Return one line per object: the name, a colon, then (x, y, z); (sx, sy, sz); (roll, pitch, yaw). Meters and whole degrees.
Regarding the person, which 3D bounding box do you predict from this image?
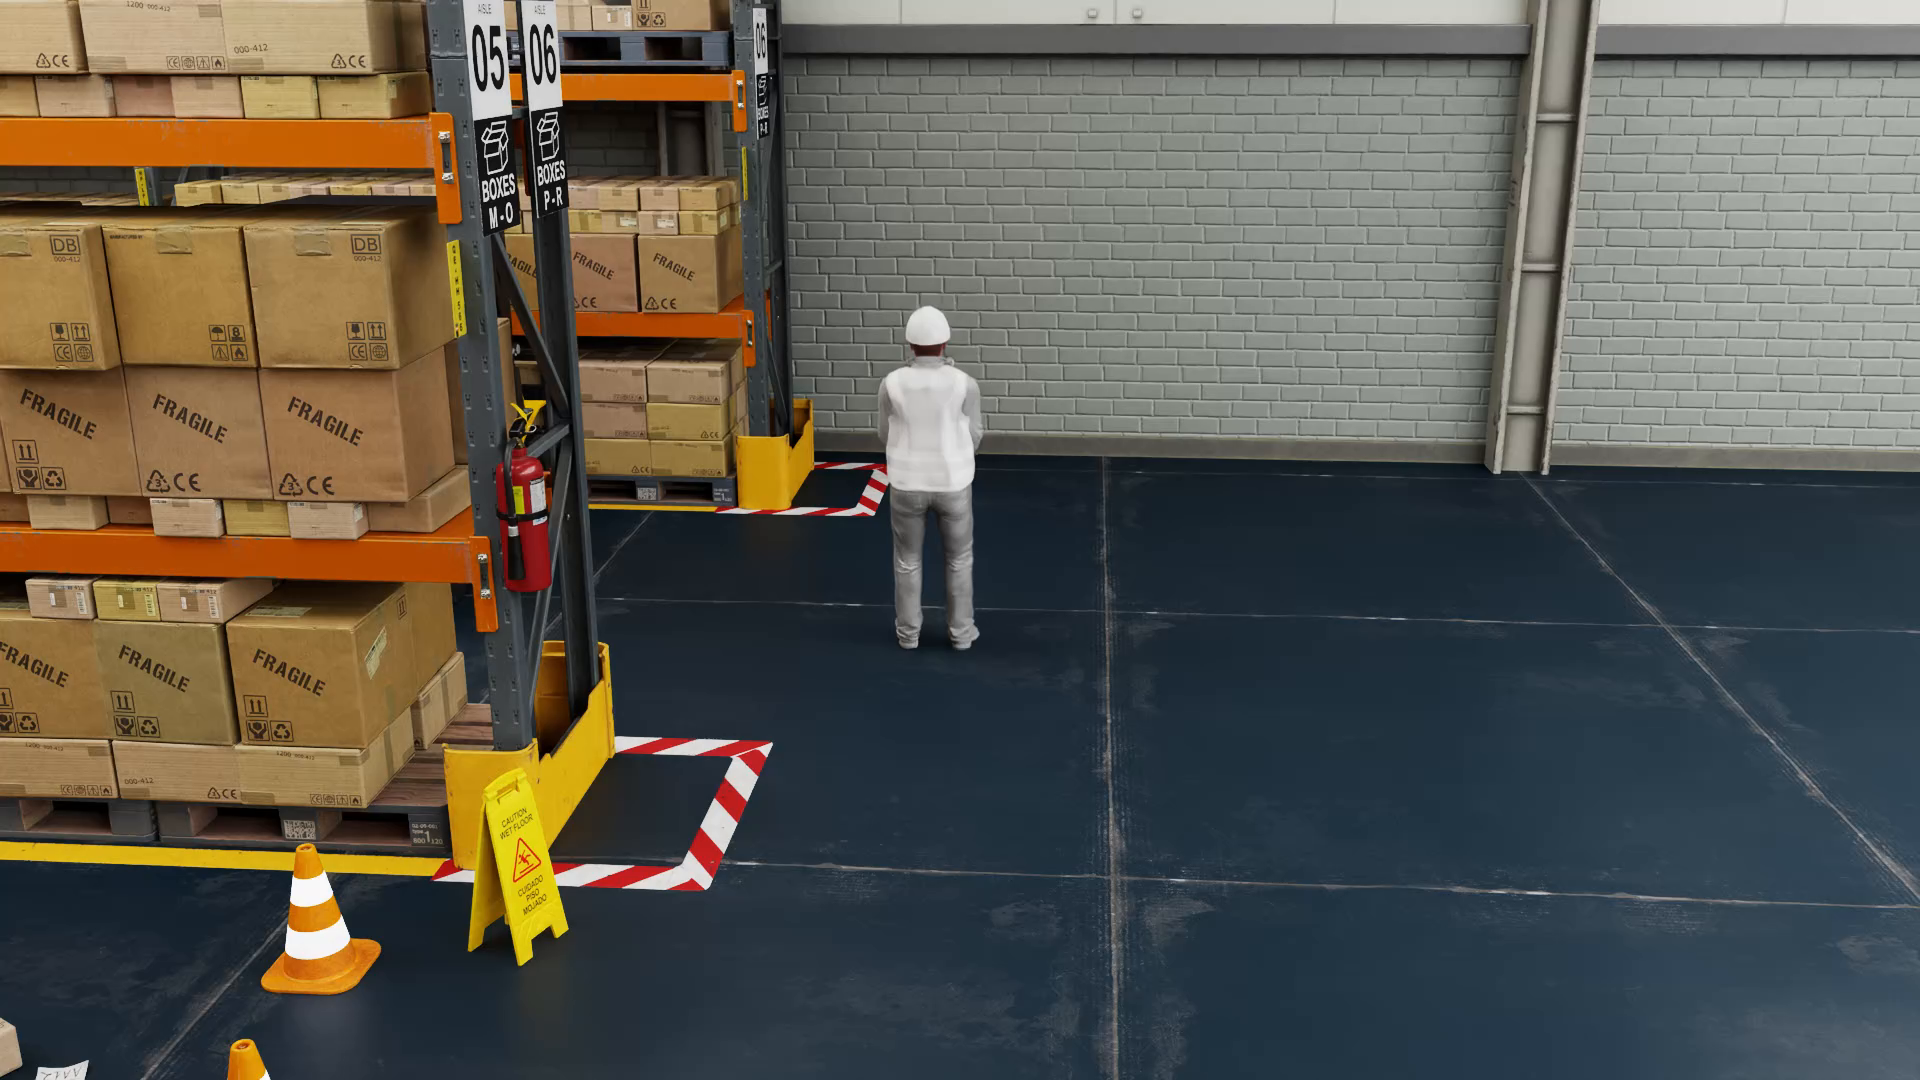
person: (-0.156, -0.303, 8.473); (0.569, 1.772, 0.453); (1, 17, 2)
